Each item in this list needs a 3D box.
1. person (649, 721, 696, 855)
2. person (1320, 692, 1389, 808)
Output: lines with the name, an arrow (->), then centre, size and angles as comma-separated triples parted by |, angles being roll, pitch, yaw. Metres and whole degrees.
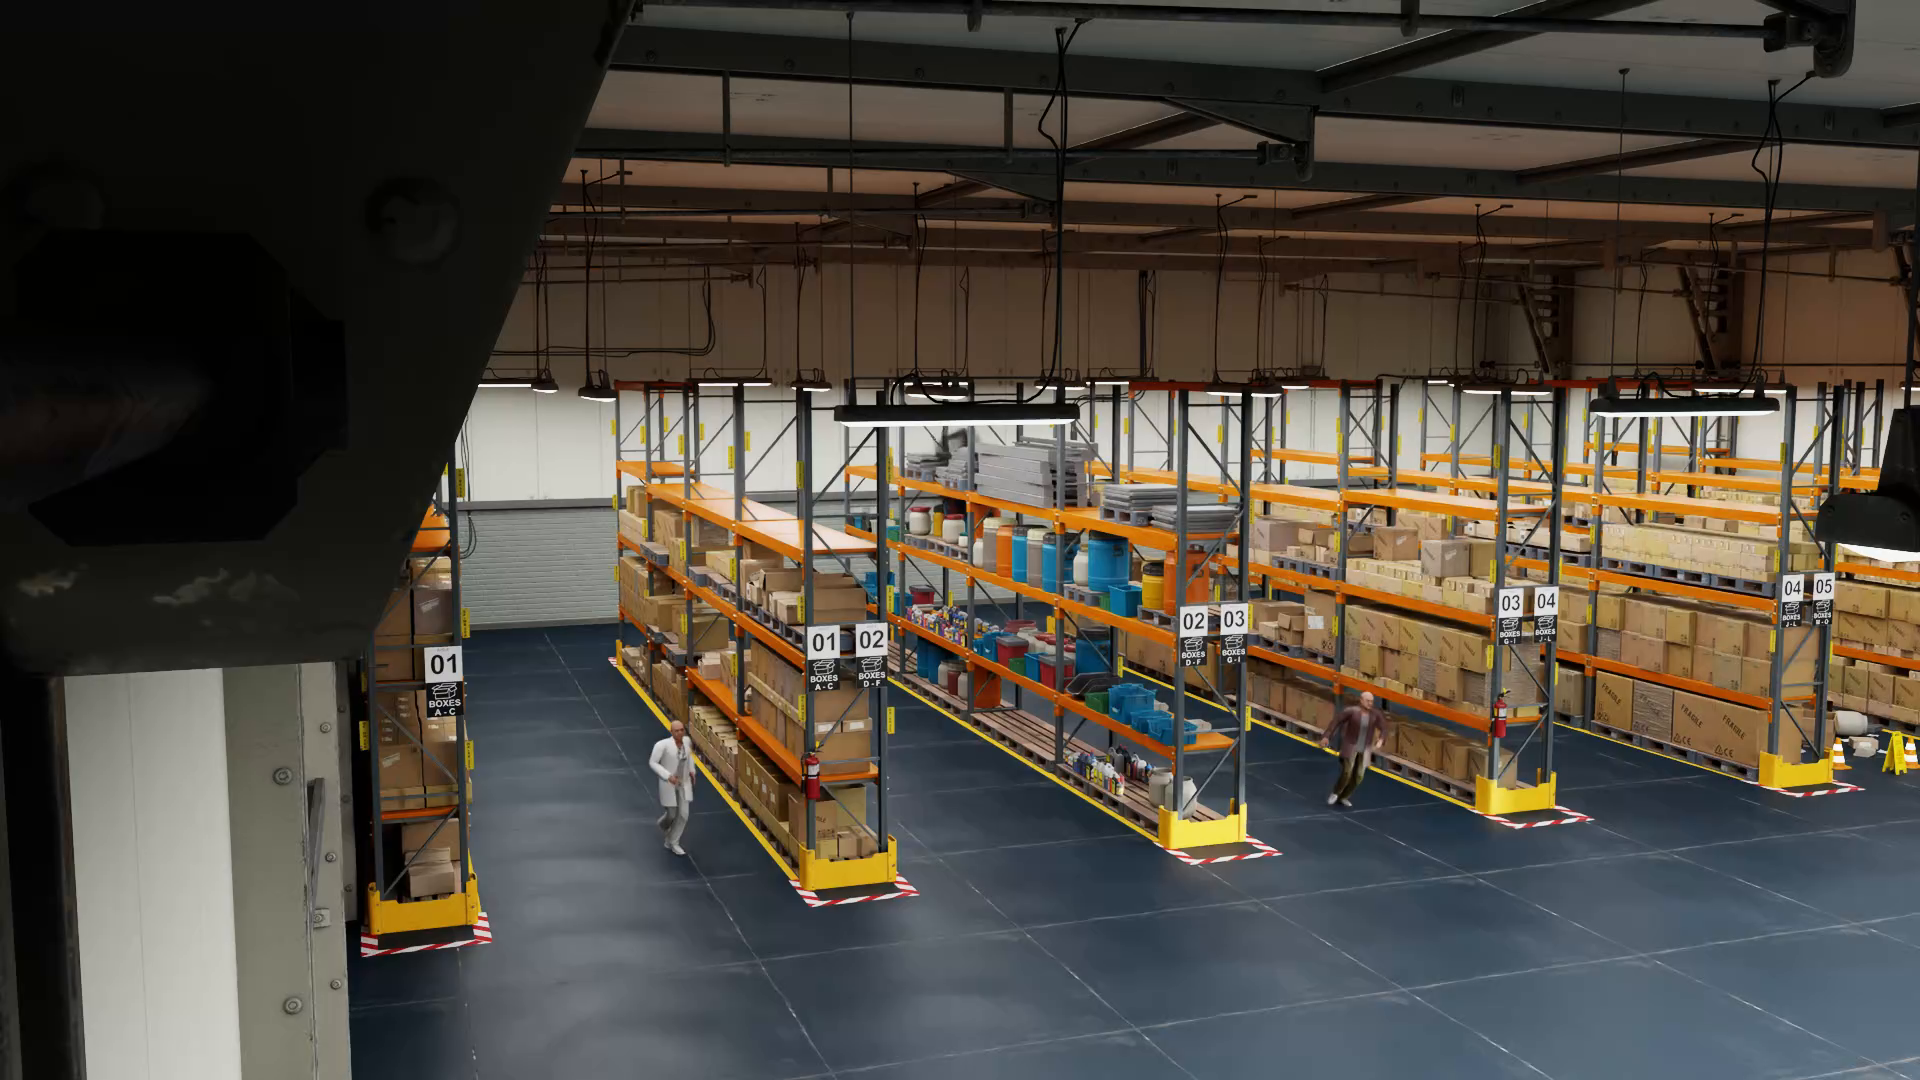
person -> -3.779, 3.187, 21.708 | 0.693, 1.744, 0.748 | -4, 7, -32
person -> 5.683, 2.999, 23.736 | 0.903, 1.674, 0.687 | -1, 6, -8
